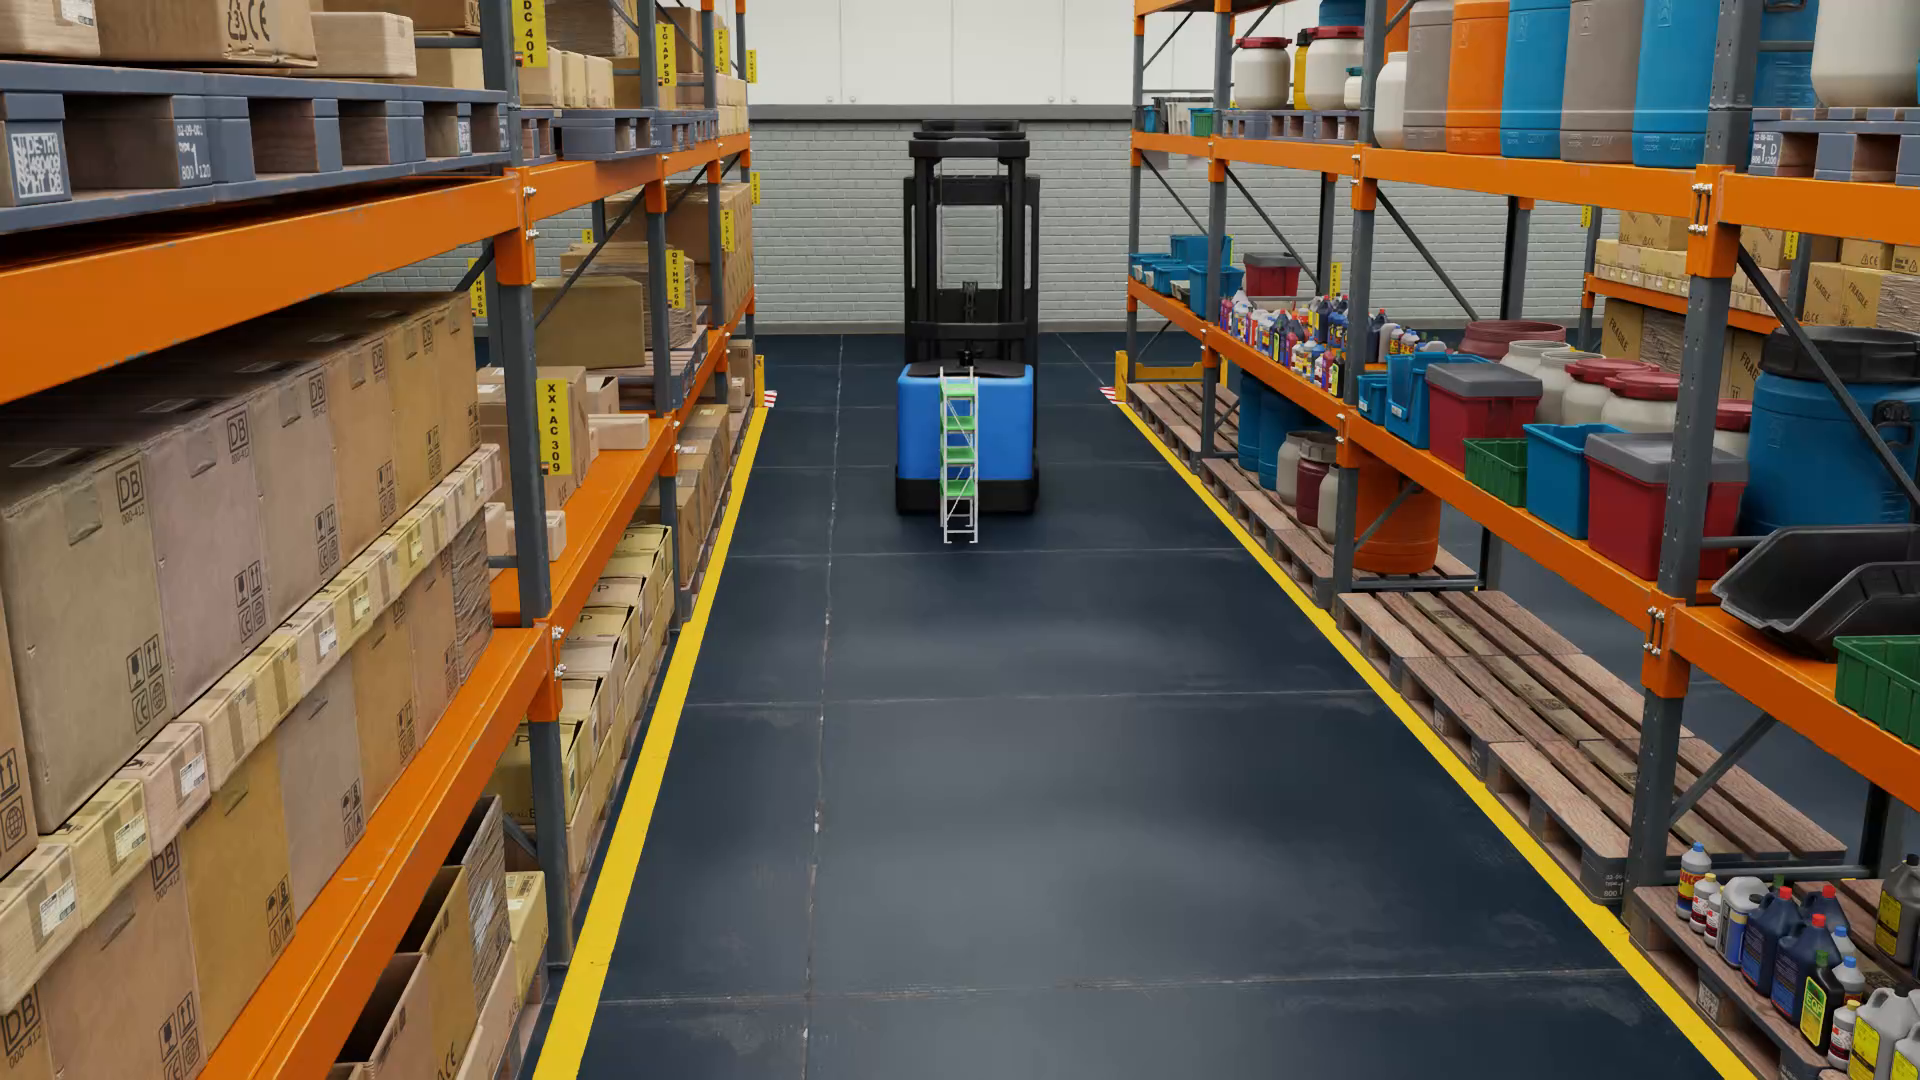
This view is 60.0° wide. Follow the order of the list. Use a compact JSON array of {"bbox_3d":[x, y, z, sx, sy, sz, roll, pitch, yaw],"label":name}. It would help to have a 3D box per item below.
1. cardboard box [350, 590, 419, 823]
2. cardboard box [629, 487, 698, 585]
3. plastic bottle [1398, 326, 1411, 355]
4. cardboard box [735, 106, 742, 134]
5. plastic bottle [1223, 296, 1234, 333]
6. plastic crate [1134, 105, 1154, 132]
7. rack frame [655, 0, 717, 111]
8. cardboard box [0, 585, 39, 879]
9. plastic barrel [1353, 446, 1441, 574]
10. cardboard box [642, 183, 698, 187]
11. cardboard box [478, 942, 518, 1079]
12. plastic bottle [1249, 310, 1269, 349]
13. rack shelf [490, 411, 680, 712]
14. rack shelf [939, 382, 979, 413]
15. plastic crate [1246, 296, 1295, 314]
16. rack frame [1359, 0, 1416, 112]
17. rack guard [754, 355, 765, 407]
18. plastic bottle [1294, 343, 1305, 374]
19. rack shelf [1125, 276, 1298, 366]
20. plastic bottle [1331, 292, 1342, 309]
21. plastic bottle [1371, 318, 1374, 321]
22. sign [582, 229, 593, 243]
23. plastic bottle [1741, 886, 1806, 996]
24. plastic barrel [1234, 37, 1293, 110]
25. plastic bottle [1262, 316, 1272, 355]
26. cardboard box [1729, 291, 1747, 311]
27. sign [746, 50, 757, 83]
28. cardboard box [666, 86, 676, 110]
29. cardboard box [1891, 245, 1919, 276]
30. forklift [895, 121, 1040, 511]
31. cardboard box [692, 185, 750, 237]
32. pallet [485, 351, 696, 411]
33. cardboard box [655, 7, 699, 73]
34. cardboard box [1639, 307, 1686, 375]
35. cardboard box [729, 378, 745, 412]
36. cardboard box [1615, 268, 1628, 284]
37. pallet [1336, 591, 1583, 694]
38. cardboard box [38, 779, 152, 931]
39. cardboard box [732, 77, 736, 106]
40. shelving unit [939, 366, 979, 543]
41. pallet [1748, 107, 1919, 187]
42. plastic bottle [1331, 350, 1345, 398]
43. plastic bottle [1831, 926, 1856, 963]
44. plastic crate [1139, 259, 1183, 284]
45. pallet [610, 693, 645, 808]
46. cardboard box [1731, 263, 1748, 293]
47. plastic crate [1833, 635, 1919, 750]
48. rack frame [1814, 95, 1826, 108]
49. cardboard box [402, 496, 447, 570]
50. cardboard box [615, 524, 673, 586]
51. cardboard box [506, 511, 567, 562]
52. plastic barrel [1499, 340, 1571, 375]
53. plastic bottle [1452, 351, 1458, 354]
[{"bbox_3d":[-1.816,0.406,4.229,0.700,0.500,0.500,-1,14,-3],"label":"cardboard box"},{"bbox_3d":[-1.907,-0.027,10.245,0.500,0.500,0.500,0,14,-1],"label":"cardboard box"},{"bbox_3d":[3.049,-1.327,11.397,0.061,0.283,0.133,-1,14,-3],"label":"plastic bottle"},{"bbox_3d":[-2.301,-3.904,15.462,0.500,0.250,0.500,-1,14,-3],"label":"cardboard box"},{"bbox_3d":[2.137,-1.790,13.197,0.061,0.283,0.133,-1,14,-3],"label":"plastic bottle"},{"bbox_3d":[2.030,-4.261,16.811,0.497,0.269,0.590,-1,14,-3],"label":"plastic crate"},{"bbox_3d":[-2.412,-4.807,12.650,1.000,3.000,0.127,-1,14,-3],"label":"rack frame"},{"bbox_3d":[-1.688,0.277,2.128,0.700,0.500,0.500,-1,14,-3],"label":"cardboard box"},{"bbox_3d":[2.732,-0.256,10.515,0.600,0.830,0.708,-1,14,-3],"label":"plastic barrel"},{"bbox_3d":[-2.896,-3.315,16.682,0.500,0.500,0.500,0,14,-2],"label":"cardboard box"},{"bbox_3d":[-1.649,1.453,5.036,0.500,0.250,0.500,-1,14,-3],"label":"cardboard box"},{"bbox_3d":[2.238,-1.566,12.342,0.152,0.276,0.135,-1,14,-3],"label":"plastic bottle"},{"bbox_3d":[-2.040,-0.061,7.688,1.077,0.370,4.000,-1,14,-3],"label":"rack shelf"},{"bbox_3d":[-0.010,-1.025,11.933,0.258,0.148,0.480,-1,14,-3],"label":"rack shelf"},{"bbox_3d":[2.646,-1.997,14.175,0.396,0.136,0.243,-1,14,-3],"label":"plastic crate"},{"bbox_3d":[2.780,-3.888,9.077,1.000,3.000,0.127,-1,14,-3],"label":"rack frame"},{"bbox_3d":[-2.655,-1.667,17.502,1.175,0.500,0.348,-1,14,-3],"label":"rack guard"},{"bbox_3d":[2.289,-1.212,11.115,0.097,0.201,0.097,0,14,0],"label":"plastic bottle"},{"bbox_3d":[2.408,-2.126,15.714,1.077,0.370,4.000,-1,14,-3],"label":"rack shelf"},{"bbox_3d":[2.915,-1.730,12.829,0.144,0.351,0.185,-1,14,-3],"label":"plastic bottle"},{"bbox_3d":[2.938,-1.452,11.908,0.097,0.271,0.097,0,14,0],"label":"plastic bottle"},{"bbox_3d":[-2.953,-2.311,13.250,0.100,0.325,0.005,-1,14,-3],"label":"sign"},{"bbox_3d":[2.663,1.289,5.429,0.144,0.351,0.185,0,14,-2],"label":"plastic bottle"},{"bbox_3d":[2.314,-3.564,12.725,0.433,0.535,0.433,0,14,0],"label":"plastic barrel"},{"bbox_3d":[2.232,-1.477,12.004,0.097,0.271,0.097,0,14,0],"label":"plastic bottle"},{"bbox_3d":[7.098,-2.131,14.792,0.380,0.149,0.250,-1,14,-4],"label":"cardboard box"},{"bbox_3d":[-2.105,-4.782,16.794,0.100,0.325,0.005,-1,14,-3],"label":"sign"},{"bbox_3d":[-2.289,-2.772,10.560,0.910,0.500,0.500,-1,14,-3],"label":"cardboard box"},{"bbox_3d":[7.554,-2.258,12.570,0.797,0.503,0.637,-1,14,-3],"label":"cardboard box"},{"bbox_3d":[0.104,-1.949,13.719,1.130,2.935,3.031,1,14,3],"label":"forklift"},{"bbox_3d":[-2.326,-3.197,16.225,0.500,0.500,0.500,0,14,-2],"label":"cardboard box"},{"bbox_3d":[-2.276,-0.981,10.206,1.213,0.211,1.003,-1,14,-3],"label":"pallet"},{"bbox_3d":[-2.480,-4.007,13.355,0.700,0.500,0.500,-1,14,-3],"label":"cardboard box"},{"bbox_3d":[7.403,-1.839,16.574,0.875,0.875,0.875,-1,14,-3],"label":"cardboard box"},{"bbox_3d":[-2.352,-1.410,16.121,0.500,0.250,0.500,-1,14,-3],"label":"cardboard box"},{"bbox_3d":[6.954,-2.706,17.028,0.380,0.149,0.250,-1,14,-5],"label":"cardboard box"},{"bbox_3d":[2.789,0.561,9.421,1.003,0.211,1.213,-1,14,-3],"label":"pallet"},{"bbox_3d":[-1.511,0.492,2.594,0.380,0.149,0.250,-1,14,-3],"label":"cardboard box"},{"bbox_3d":[-2.278,-4.022,14.916,0.500,0.250,0.500,-1,14,-3],"label":"cardboard box"},{"bbox_3d":[-0.010,-0.622,12.037,0.258,1.200,0.503,-1,14,-3],"label":"shelving unit"},{"bbox_3d":[3.170,-1.171,4.917,1.213,0.211,1.003,-1,14,-3],"label":"pallet"},{"bbox_3d":[2.329,-1.020,10.205,0.061,0.283,0.133,-1,14,-3],"label":"plastic bottle"},{"bbox_3d":[2.793,1.362,5.306,0.097,0.271,0.097,0,14,0],"label":"plastic bottle"},{"bbox_3d":[2.012,-2.690,16.676,0.416,0.233,0.300,-1,14,-3],"label":"plastic crate"},{"bbox_3d":[-2.080,0.952,7.904,1.003,0.211,1.213,-1,14,-3],"label":"pallet"},{"bbox_3d":[7.152,-2.360,14.881,0.500,0.250,0.500,0,14,-2],"label":"cardboard box"},{"bbox_3d":[2.830,0.457,4.656,0.450,0.188,0.662,-1,14,-3],"label":"plastic crate"},{"bbox_3d":[7.475,-4.959,13.241,1.000,3.000,0.127,-1,14,-3],"label":"rack frame"},{"bbox_3d":[-1.637,-0.018,4.576,0.380,0.149,0.250,-1,14,-4],"label":"cardboard box"},{"bbox_3d":[-1.886,0.076,9.260,0.500,0.311,0.500,-1,14,-2],"label":"cardboard box"},{"bbox_3d":[-1.767,-0.014,6.565,0.380,0.149,0.250,-1,14,-3],"label":"cardboard box"},{"bbox_3d":[3.057,-0.784,8.830,0.421,0.512,0.421,0,14,0],"label":"plastic barrel"},{"bbox_3d":[3.076,-1.035,10.278,0.152,0.276,0.135,-1,14,-3],"label":"plastic bottle"}]
